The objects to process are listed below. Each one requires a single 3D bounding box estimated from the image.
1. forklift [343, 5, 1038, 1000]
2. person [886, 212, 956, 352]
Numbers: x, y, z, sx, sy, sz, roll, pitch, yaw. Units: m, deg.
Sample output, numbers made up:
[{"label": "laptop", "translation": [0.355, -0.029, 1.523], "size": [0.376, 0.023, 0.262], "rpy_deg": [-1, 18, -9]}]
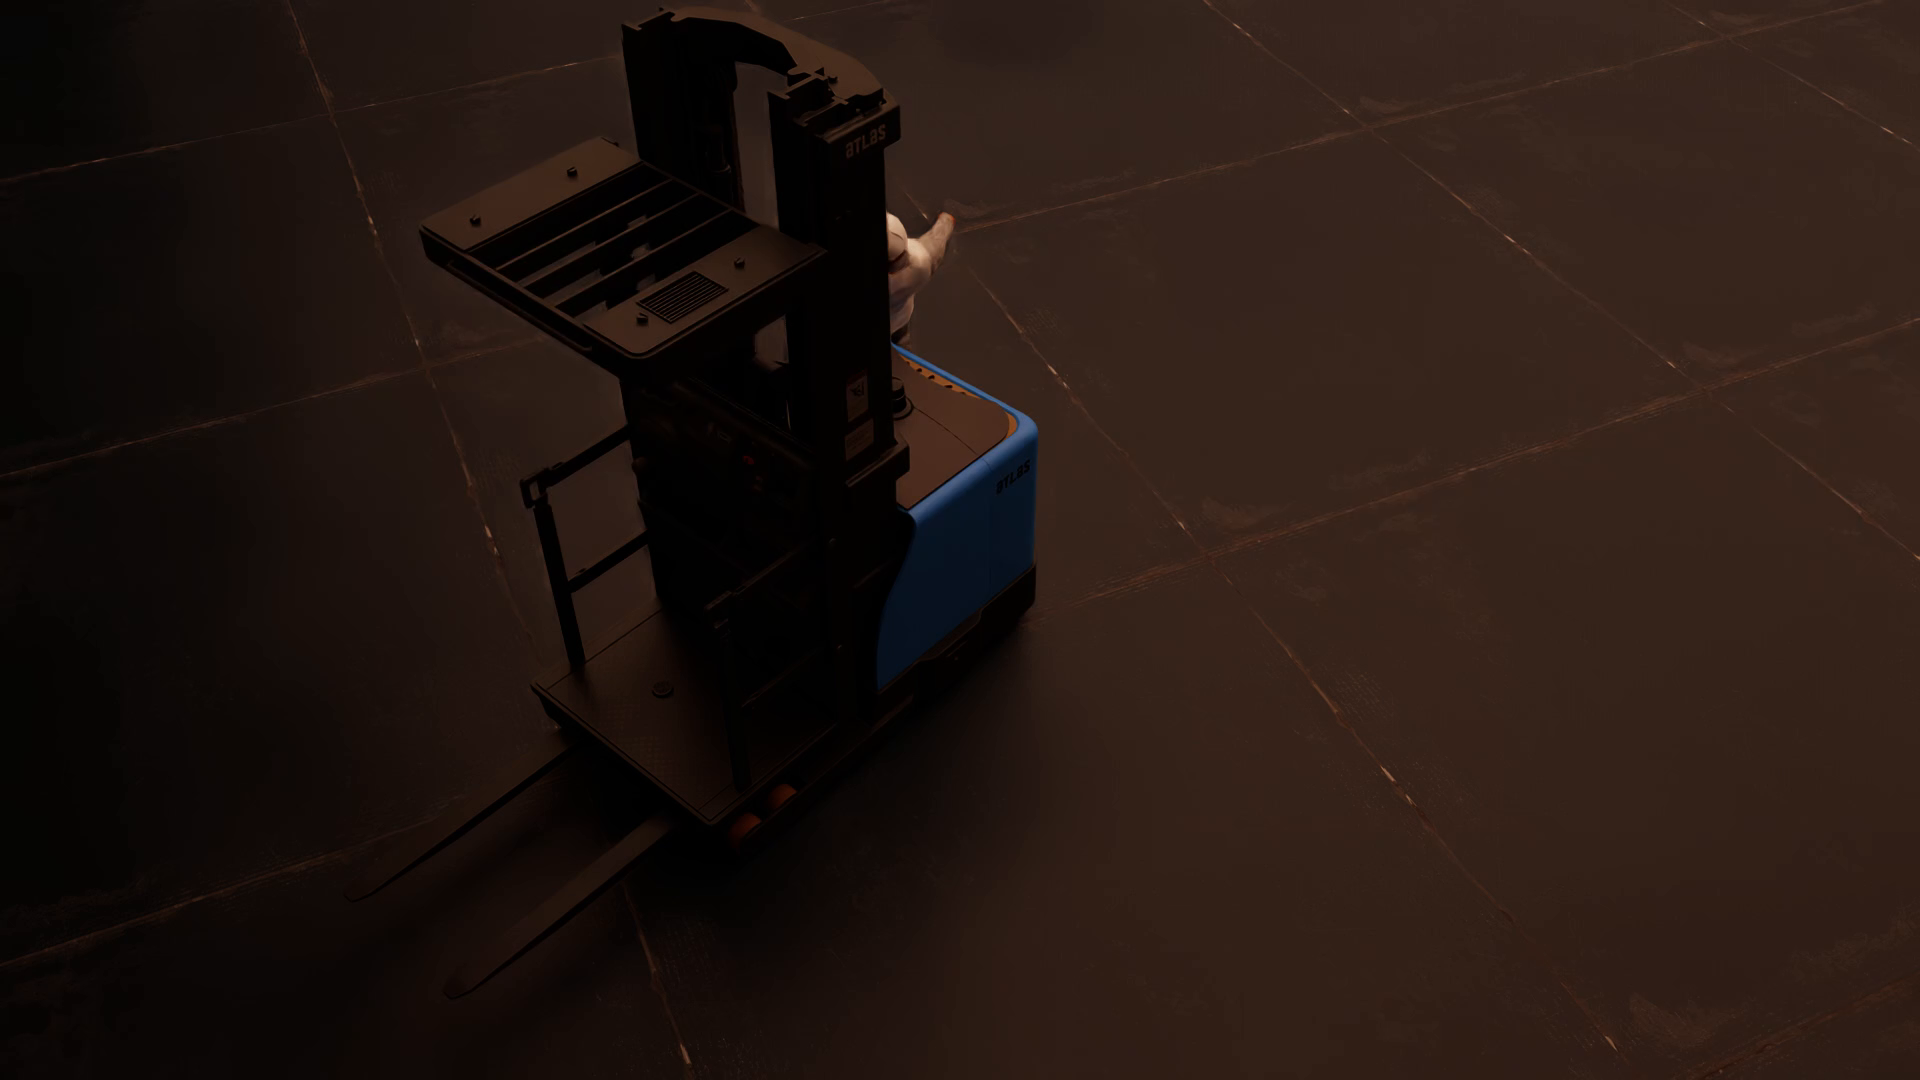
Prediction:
[{"label": "forklift", "translation": [-1.016, -0.233, 5.930], "size": [1.130, 2.935, 3.031], "rpy_deg": [31, 51, 29]}, {"label": "person", "translation": [-0.332, -1.092, 7.857], "size": [0.737, 1.511, 1.017], "rpy_deg": [32, 52, 30]}]
